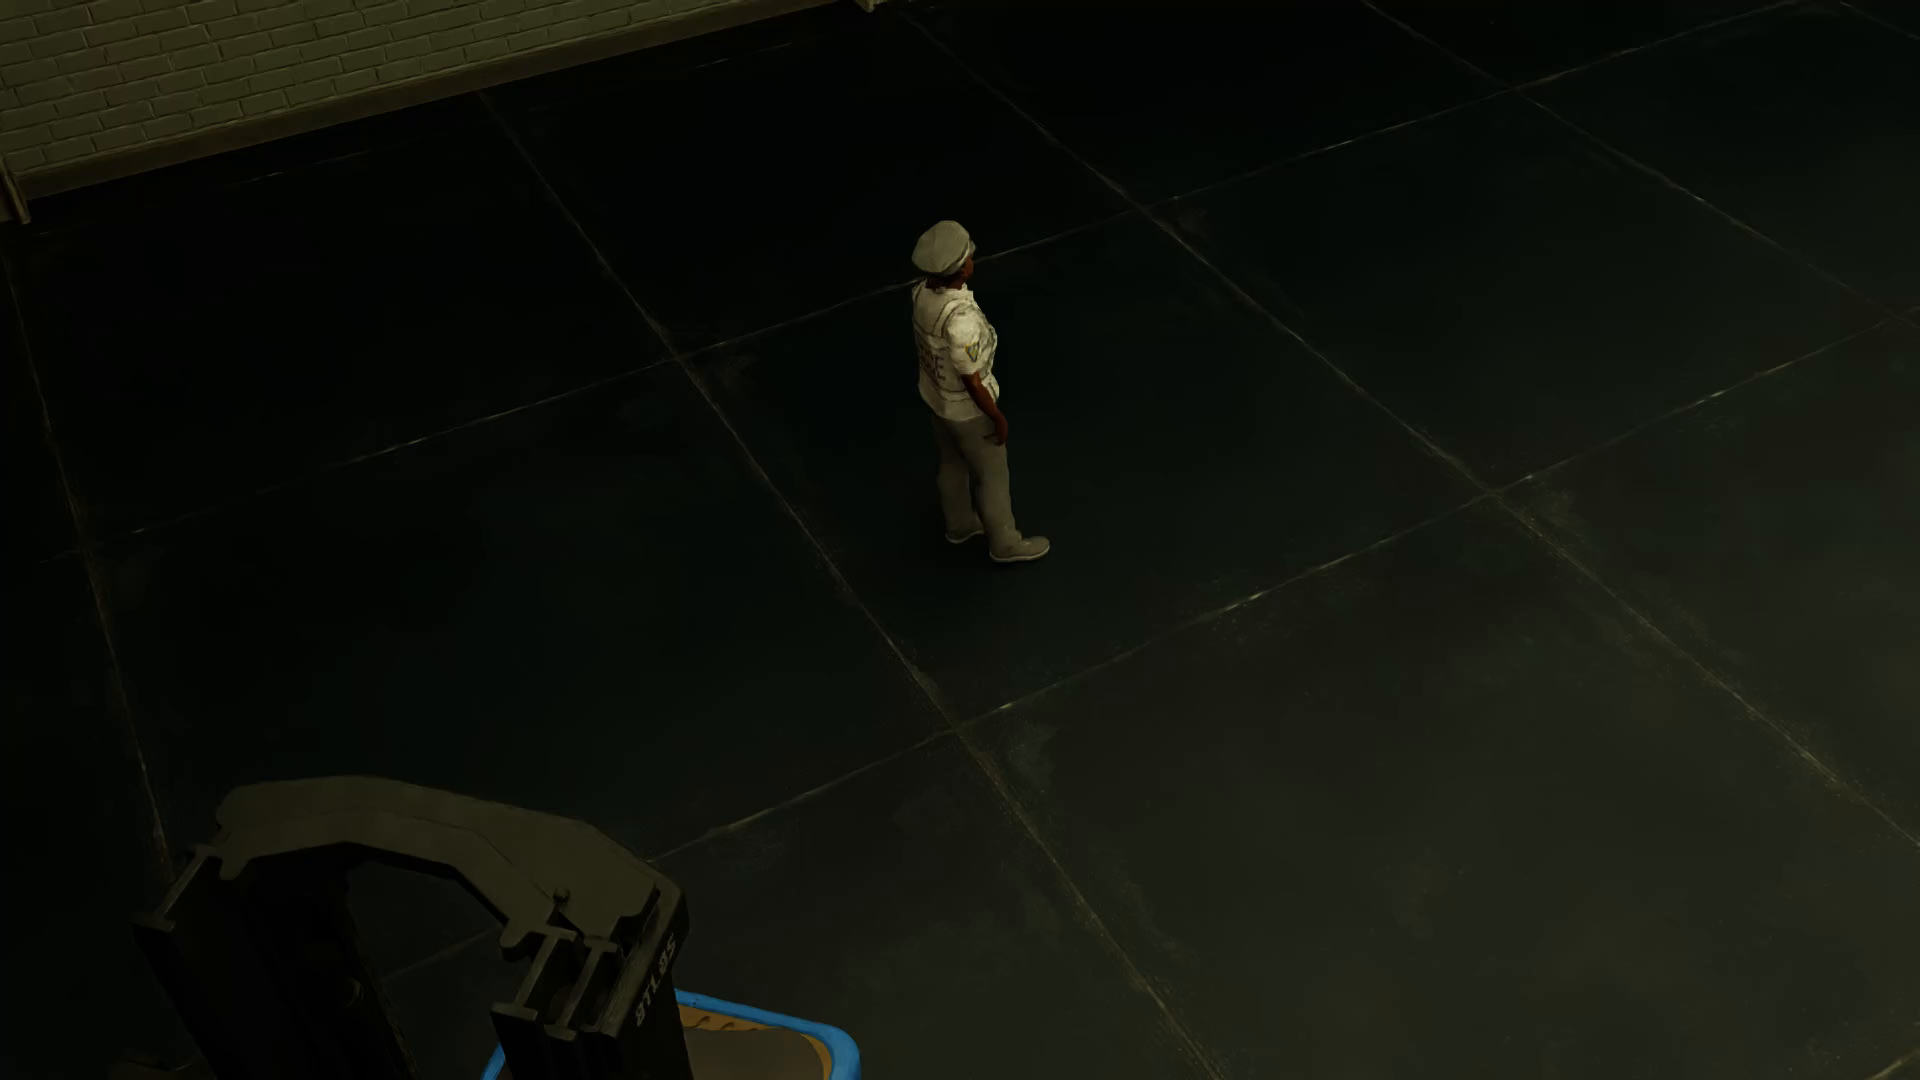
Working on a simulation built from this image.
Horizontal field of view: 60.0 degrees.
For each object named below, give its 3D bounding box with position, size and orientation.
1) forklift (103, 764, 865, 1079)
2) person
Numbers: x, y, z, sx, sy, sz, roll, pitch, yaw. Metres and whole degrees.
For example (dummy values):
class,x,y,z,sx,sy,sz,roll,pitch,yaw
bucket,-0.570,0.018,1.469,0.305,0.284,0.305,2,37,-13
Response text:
class,x,y,z,sx,sy,sz,roll,pitch,yaw
forklift,-1.133,1.993,3.548,1.130,2.935,3.031,10,44,11
person,0.075,-0.641,7.287,0.529,1.695,0.570,-21,47,-21
